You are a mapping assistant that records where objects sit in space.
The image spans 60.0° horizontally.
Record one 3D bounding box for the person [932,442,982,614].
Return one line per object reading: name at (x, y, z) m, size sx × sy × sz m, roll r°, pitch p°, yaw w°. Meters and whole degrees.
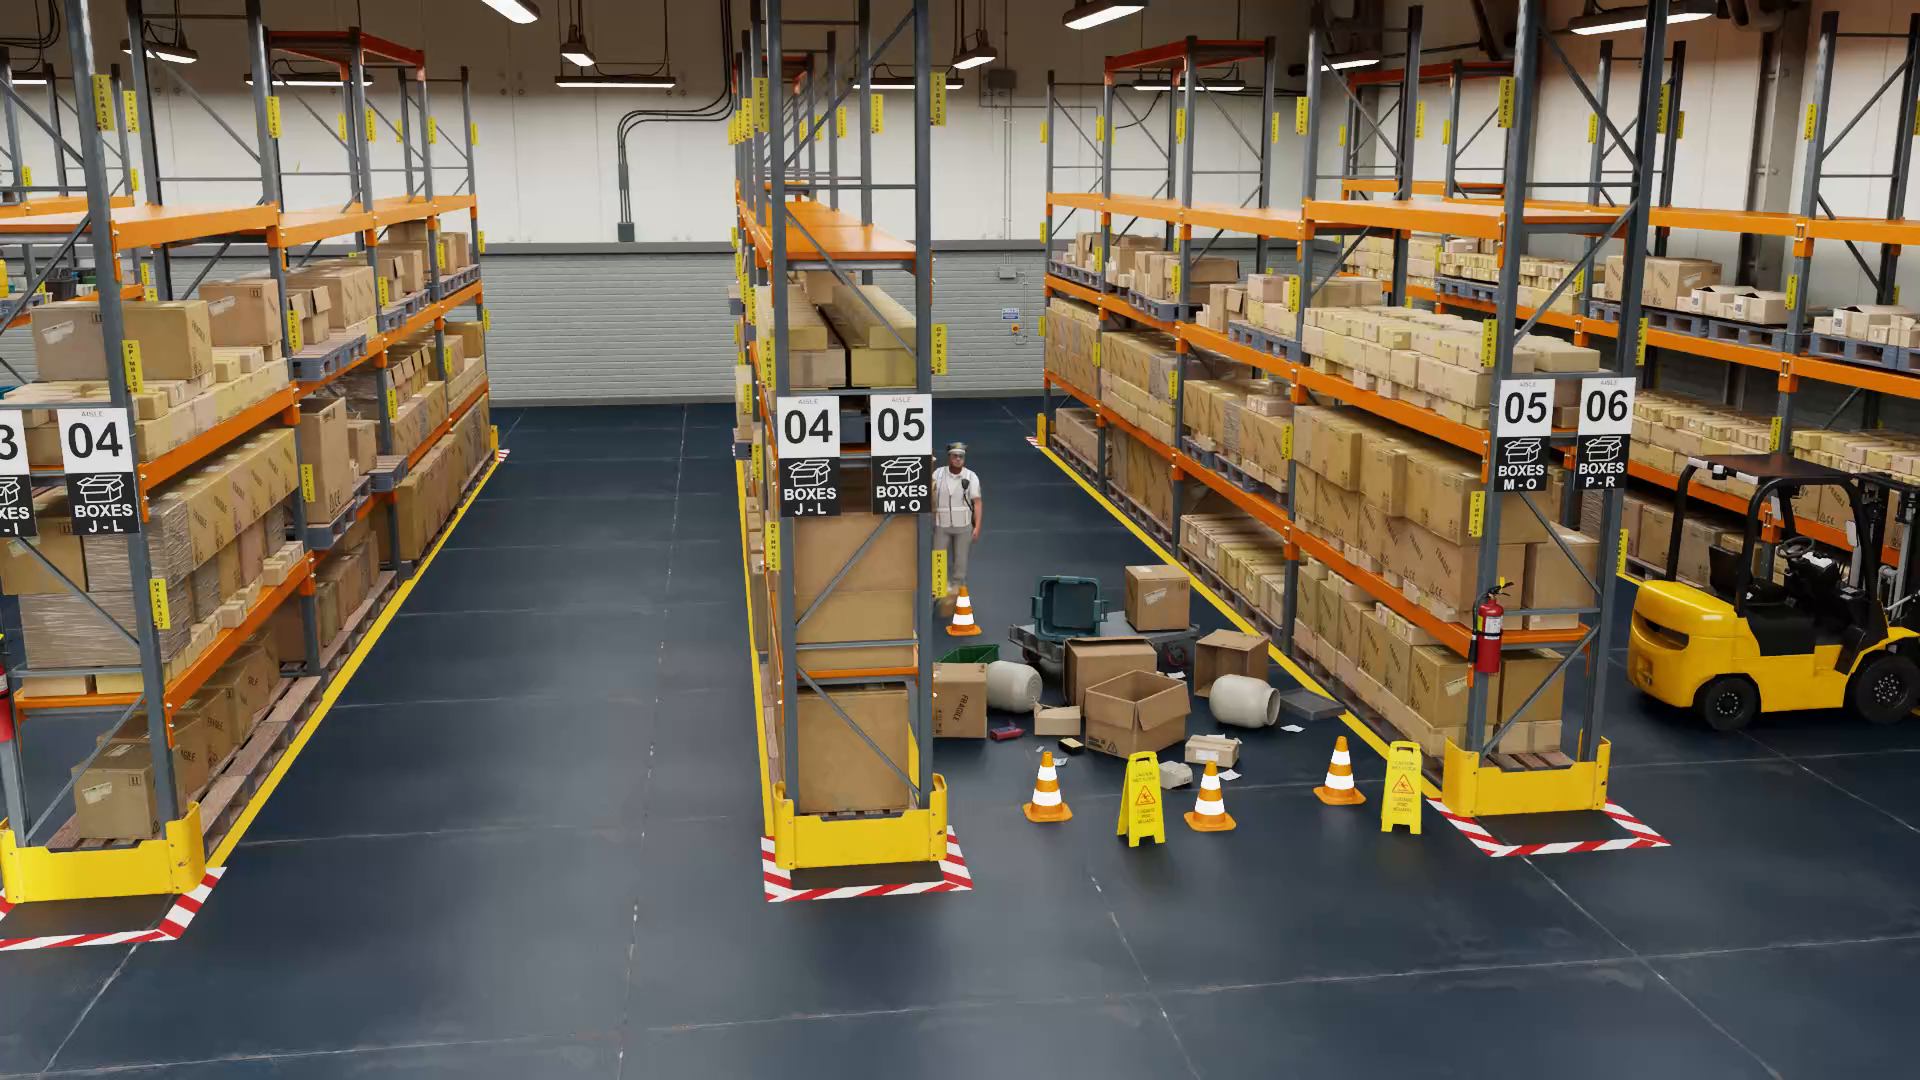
person at (-0.090, -0.128, 17.418) m, size 0.628 × 1.779 × 0.576 m, roll 1°, pitch 13°, yaw 4°
